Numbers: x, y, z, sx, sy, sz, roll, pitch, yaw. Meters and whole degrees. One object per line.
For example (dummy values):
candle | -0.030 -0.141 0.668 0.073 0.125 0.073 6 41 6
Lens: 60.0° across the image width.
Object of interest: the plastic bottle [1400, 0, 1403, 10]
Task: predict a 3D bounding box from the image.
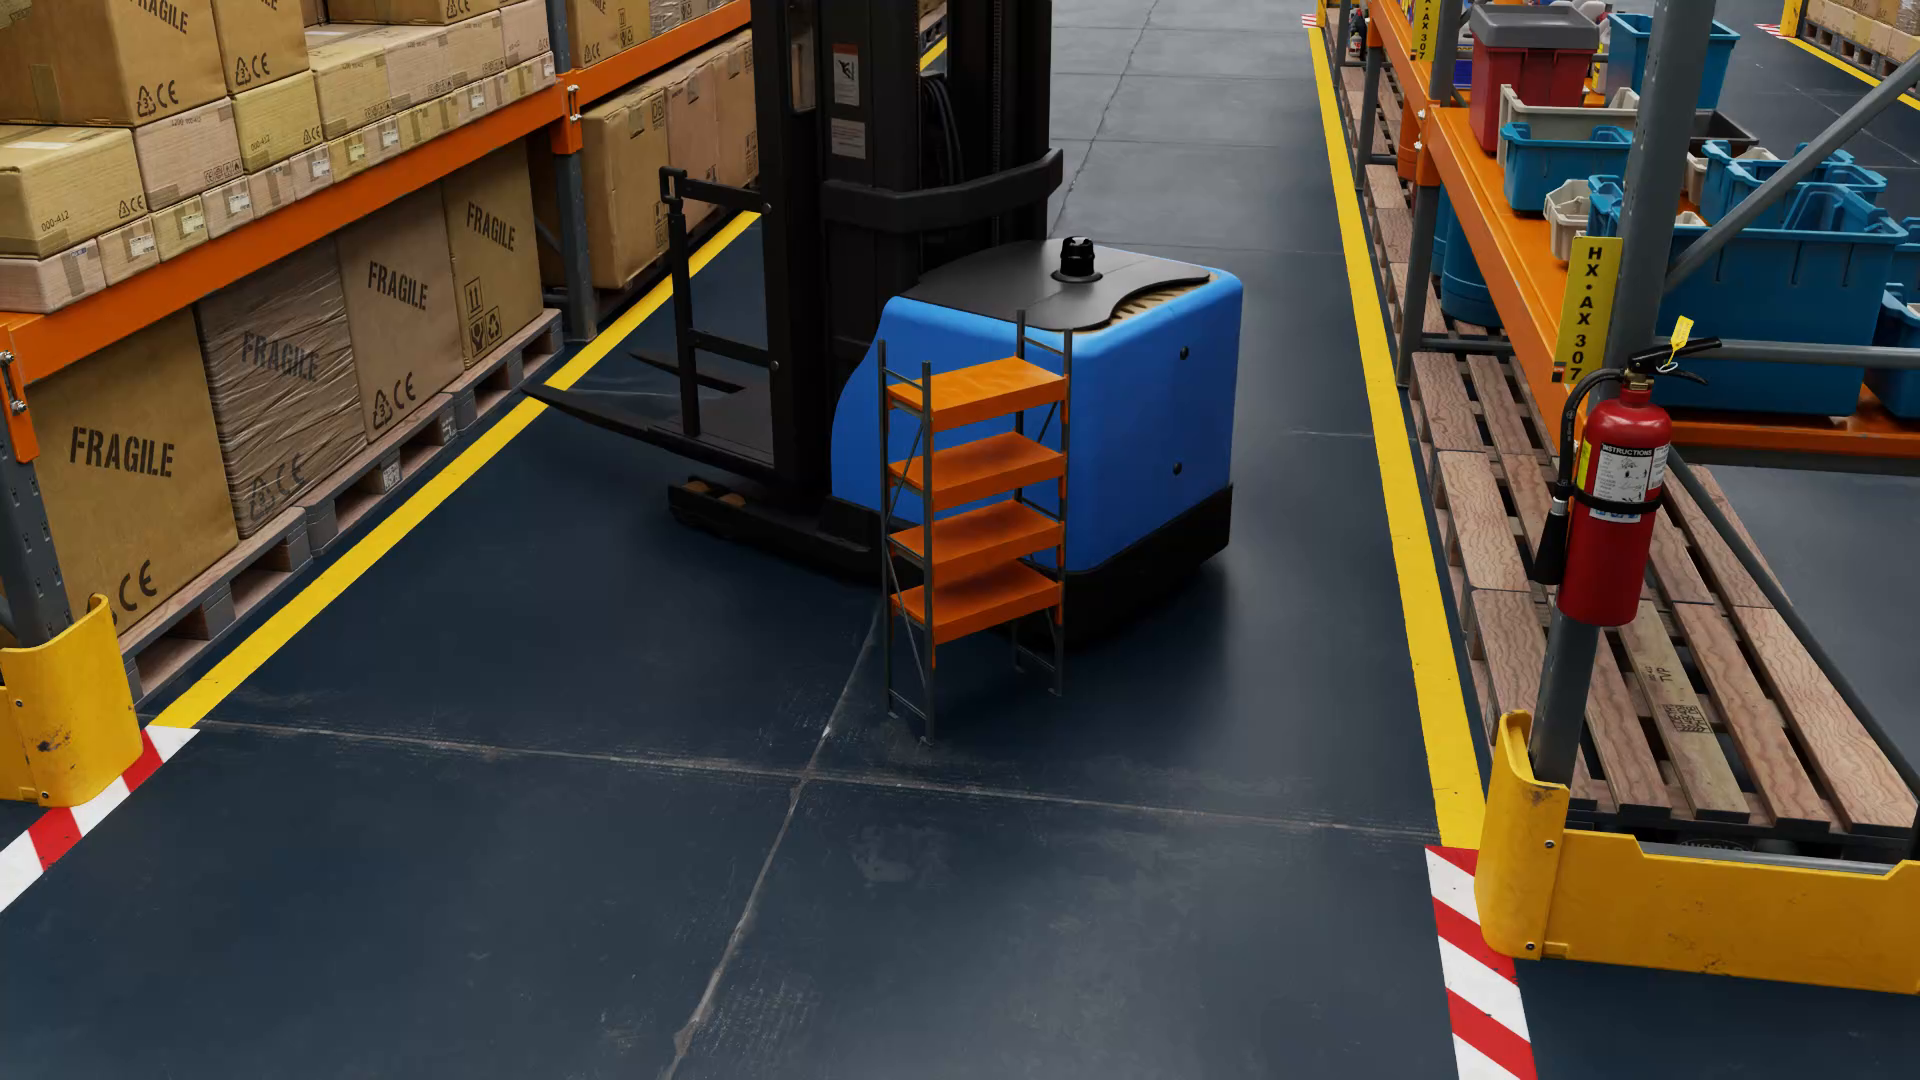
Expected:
plastic bottle | 2.730 -3.321 9.953 0.152 0.276 0.135 4 25 9

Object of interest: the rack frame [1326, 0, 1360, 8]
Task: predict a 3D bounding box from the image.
rack frame | 4.502 -7.075 17.827 1.000 3.000 0.127 4 25 9

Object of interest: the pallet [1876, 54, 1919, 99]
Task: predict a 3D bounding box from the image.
pallet | 8.906 -4.124 14.812 1.003 0.211 1.213 4 25 9

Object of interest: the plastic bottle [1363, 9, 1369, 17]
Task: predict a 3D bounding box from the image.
plastic bottle | 3.889 -4.937 15.943 0.061 0.283 0.133 4 25 9

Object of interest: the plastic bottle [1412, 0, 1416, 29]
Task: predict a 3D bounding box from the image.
plastic bottle | 2.579 -2.935 9.128 0.152 0.276 0.135 4 25 9

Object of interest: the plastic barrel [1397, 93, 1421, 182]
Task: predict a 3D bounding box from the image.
plastic barrel | 3.132 -2.731 10.611 0.600 0.830 0.708 4 25 9

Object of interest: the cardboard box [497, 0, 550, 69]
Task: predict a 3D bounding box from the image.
cardboard box | -2.159 -2.264 7.374 0.500 0.250 0.500 4 25 8

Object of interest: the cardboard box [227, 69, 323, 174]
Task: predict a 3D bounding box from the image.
cardboard box | -2.490 -1.403 5.536 0.500 0.250 0.500 3 25 7

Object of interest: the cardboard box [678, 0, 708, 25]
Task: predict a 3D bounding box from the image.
cardboard box | -1.781 -3.256 9.550 0.500 0.500 0.500 5 25 10

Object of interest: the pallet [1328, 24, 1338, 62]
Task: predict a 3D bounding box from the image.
pallet | 4.196 -4.929 16.532 1.003 0.211 1.213 4 25 9

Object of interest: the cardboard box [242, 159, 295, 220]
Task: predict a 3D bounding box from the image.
cardboard box | -2.449 -1.168 5.504 0.380 0.149 0.250 4 25 7

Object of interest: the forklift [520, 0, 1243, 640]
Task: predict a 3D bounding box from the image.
forklift | -0.490 -1.491 5.978 3.031 2.935 1.130 18 31 34

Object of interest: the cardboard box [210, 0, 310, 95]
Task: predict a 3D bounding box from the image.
cardboard box | -2.494 -1.741 5.373 0.500 0.500 0.500 3 25 7

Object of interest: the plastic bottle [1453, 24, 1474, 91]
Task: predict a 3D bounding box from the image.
plastic bottle | 2.287 -2.188 7.531 0.152 0.276 0.135 4 25 9

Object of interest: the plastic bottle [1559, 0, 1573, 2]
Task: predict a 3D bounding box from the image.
plastic bottle | 3.244 -2.834 8.823 0.144 0.351 0.185 4 25 9

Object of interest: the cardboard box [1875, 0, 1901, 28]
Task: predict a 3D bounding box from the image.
cardboard box | 8.766 -4.969 15.191 0.500 0.500 0.500 4 25 9

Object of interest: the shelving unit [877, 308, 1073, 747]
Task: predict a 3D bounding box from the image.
shelving unit | 0.045 -0.032 4.904 0.503 1.200 0.258 -17 30 -32

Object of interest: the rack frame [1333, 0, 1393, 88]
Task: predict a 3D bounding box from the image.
rack frame | 3.849 -5.402 14.253 1.000 3.000 0.127 4 25 9

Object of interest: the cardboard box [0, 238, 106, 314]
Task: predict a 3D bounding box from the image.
cardboard box | -2.615 -0.739 4.586 0.380 0.149 0.250 4 25 9

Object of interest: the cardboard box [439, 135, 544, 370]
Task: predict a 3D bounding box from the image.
cardboard box | -2.532 -1.357 7.622 0.875 0.875 0.875 4 25 9

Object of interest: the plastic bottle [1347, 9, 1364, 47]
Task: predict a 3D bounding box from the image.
plastic bottle | 3.701 -4.771 15.511 0.144 0.351 0.185 3 25 6

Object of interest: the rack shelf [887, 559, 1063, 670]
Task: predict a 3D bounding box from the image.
rack shelf | 0.045 0.209 5.016 0.480 0.148 0.258 -17 30 -32

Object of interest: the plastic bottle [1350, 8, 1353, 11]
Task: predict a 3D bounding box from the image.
plastic bottle | 3.793 -5.032 16.162 0.097 0.271 0.097 0 25 0

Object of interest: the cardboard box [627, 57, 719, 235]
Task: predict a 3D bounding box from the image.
cardboard box | -2.115 -2.270 9.573 1.225 0.875 0.875 3 25 7

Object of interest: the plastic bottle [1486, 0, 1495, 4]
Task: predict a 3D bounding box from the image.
plastic bottle | 2.511 -2.431 7.964 0.144 0.351 0.185 4 25 9

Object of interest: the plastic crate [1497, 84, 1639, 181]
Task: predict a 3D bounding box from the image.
plastic crate | 2.110 -1.404 5.780 0.437 0.282 0.530 4 25 9

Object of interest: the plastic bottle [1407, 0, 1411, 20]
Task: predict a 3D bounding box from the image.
plastic bottle | 2.624 -3.120 9.529 0.097 0.271 0.097 0 25 0

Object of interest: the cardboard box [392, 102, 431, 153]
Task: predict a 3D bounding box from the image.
cardboard box | -2.282 -1.598 6.422 0.380 0.149 0.250 4 25 8

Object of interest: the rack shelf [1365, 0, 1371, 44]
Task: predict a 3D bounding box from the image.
rack shelf | 3.522 -4.240 12.619 1.077 0.370 4.000 4 25 9

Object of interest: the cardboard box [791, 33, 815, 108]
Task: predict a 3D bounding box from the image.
cardboard box | -1.524 -3.654 12.948 0.700 0.500 0.500 2 25 4

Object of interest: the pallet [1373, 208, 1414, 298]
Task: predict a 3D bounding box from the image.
pallet | 2.905 -1.625 9.473 1.003 0.211 1.213 4 25 9

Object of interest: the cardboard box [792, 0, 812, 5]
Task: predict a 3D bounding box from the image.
cardboard box | -1.159 -4.557 14.878 0.700 0.500 0.500 2 25 4

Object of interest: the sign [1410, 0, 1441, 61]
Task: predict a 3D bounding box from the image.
sign | 1.999 -2.221 7.130 0.100 0.325 0.005 4 25 9

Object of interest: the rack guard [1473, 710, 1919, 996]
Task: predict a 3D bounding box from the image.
rack guard | 1.896 0.760 4.038 1.175 0.500 0.348 4 25 9

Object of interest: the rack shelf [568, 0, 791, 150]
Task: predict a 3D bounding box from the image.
rack shelf | -2.018 -2.910 9.778 1.077 0.370 4.000 4 25 9

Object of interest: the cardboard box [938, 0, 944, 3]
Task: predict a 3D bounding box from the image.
cardboard box | -0.503 -6.217 18.446 0.500 0.500 0.500 9 27 18

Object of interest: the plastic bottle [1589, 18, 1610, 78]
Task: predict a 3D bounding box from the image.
plastic bottle | 3.052 -2.321 7.816 0.152 0.276 0.135 4 25 9

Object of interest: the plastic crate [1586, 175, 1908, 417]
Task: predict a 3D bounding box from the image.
plastic crate | 1.758 -0.580 3.838 0.616 0.435 0.499 4 25 9

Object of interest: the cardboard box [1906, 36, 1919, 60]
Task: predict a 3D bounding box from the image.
cardboard box | 8.595 -4.212 14.457 0.500 0.250 0.500 4 25 9

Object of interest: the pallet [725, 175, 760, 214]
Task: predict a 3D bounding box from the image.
pallet | -1.895 -2.485 11.310 1.003 0.211 1.213 4 25 9

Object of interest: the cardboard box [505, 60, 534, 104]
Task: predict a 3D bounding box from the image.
cardboard box | -2.114 -2.028 7.340 0.380 0.149 0.250 5 25 10

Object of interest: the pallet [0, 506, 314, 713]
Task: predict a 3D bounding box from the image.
pallet | -2.946 0.196 5.581 1.003 0.211 1.213 4 25 9

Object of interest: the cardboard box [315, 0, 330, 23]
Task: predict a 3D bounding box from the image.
cardboard box | -2.764 -2.418 6.819 0.500 0.500 0.500 4 25 9

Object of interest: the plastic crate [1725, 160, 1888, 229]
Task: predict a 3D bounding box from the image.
plastic crate | 2.468 -0.966 4.902 0.416 0.233 0.300 4 25 9

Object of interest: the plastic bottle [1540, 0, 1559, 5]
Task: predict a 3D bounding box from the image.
plastic bottle | 3.117 -2.788 8.819 0.097 0.271 0.097 0 25 0

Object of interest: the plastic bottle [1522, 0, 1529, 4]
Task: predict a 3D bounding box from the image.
plastic bottle | 3.513 -3.394 10.196 0.097 0.201 0.097 0 25 0

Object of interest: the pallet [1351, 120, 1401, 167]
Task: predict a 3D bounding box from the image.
pallet | 3.360 -2.788 11.957 1.003 0.211 1.213 4 25 9

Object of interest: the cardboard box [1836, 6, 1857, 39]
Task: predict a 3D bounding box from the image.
cardboard box | 8.921 -5.048 16.244 0.500 0.250 0.500 4 25 9

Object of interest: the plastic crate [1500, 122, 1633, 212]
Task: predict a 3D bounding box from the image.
plastic crate | 1.970 -1.212 5.427 0.416 0.233 0.300 4 25 9
